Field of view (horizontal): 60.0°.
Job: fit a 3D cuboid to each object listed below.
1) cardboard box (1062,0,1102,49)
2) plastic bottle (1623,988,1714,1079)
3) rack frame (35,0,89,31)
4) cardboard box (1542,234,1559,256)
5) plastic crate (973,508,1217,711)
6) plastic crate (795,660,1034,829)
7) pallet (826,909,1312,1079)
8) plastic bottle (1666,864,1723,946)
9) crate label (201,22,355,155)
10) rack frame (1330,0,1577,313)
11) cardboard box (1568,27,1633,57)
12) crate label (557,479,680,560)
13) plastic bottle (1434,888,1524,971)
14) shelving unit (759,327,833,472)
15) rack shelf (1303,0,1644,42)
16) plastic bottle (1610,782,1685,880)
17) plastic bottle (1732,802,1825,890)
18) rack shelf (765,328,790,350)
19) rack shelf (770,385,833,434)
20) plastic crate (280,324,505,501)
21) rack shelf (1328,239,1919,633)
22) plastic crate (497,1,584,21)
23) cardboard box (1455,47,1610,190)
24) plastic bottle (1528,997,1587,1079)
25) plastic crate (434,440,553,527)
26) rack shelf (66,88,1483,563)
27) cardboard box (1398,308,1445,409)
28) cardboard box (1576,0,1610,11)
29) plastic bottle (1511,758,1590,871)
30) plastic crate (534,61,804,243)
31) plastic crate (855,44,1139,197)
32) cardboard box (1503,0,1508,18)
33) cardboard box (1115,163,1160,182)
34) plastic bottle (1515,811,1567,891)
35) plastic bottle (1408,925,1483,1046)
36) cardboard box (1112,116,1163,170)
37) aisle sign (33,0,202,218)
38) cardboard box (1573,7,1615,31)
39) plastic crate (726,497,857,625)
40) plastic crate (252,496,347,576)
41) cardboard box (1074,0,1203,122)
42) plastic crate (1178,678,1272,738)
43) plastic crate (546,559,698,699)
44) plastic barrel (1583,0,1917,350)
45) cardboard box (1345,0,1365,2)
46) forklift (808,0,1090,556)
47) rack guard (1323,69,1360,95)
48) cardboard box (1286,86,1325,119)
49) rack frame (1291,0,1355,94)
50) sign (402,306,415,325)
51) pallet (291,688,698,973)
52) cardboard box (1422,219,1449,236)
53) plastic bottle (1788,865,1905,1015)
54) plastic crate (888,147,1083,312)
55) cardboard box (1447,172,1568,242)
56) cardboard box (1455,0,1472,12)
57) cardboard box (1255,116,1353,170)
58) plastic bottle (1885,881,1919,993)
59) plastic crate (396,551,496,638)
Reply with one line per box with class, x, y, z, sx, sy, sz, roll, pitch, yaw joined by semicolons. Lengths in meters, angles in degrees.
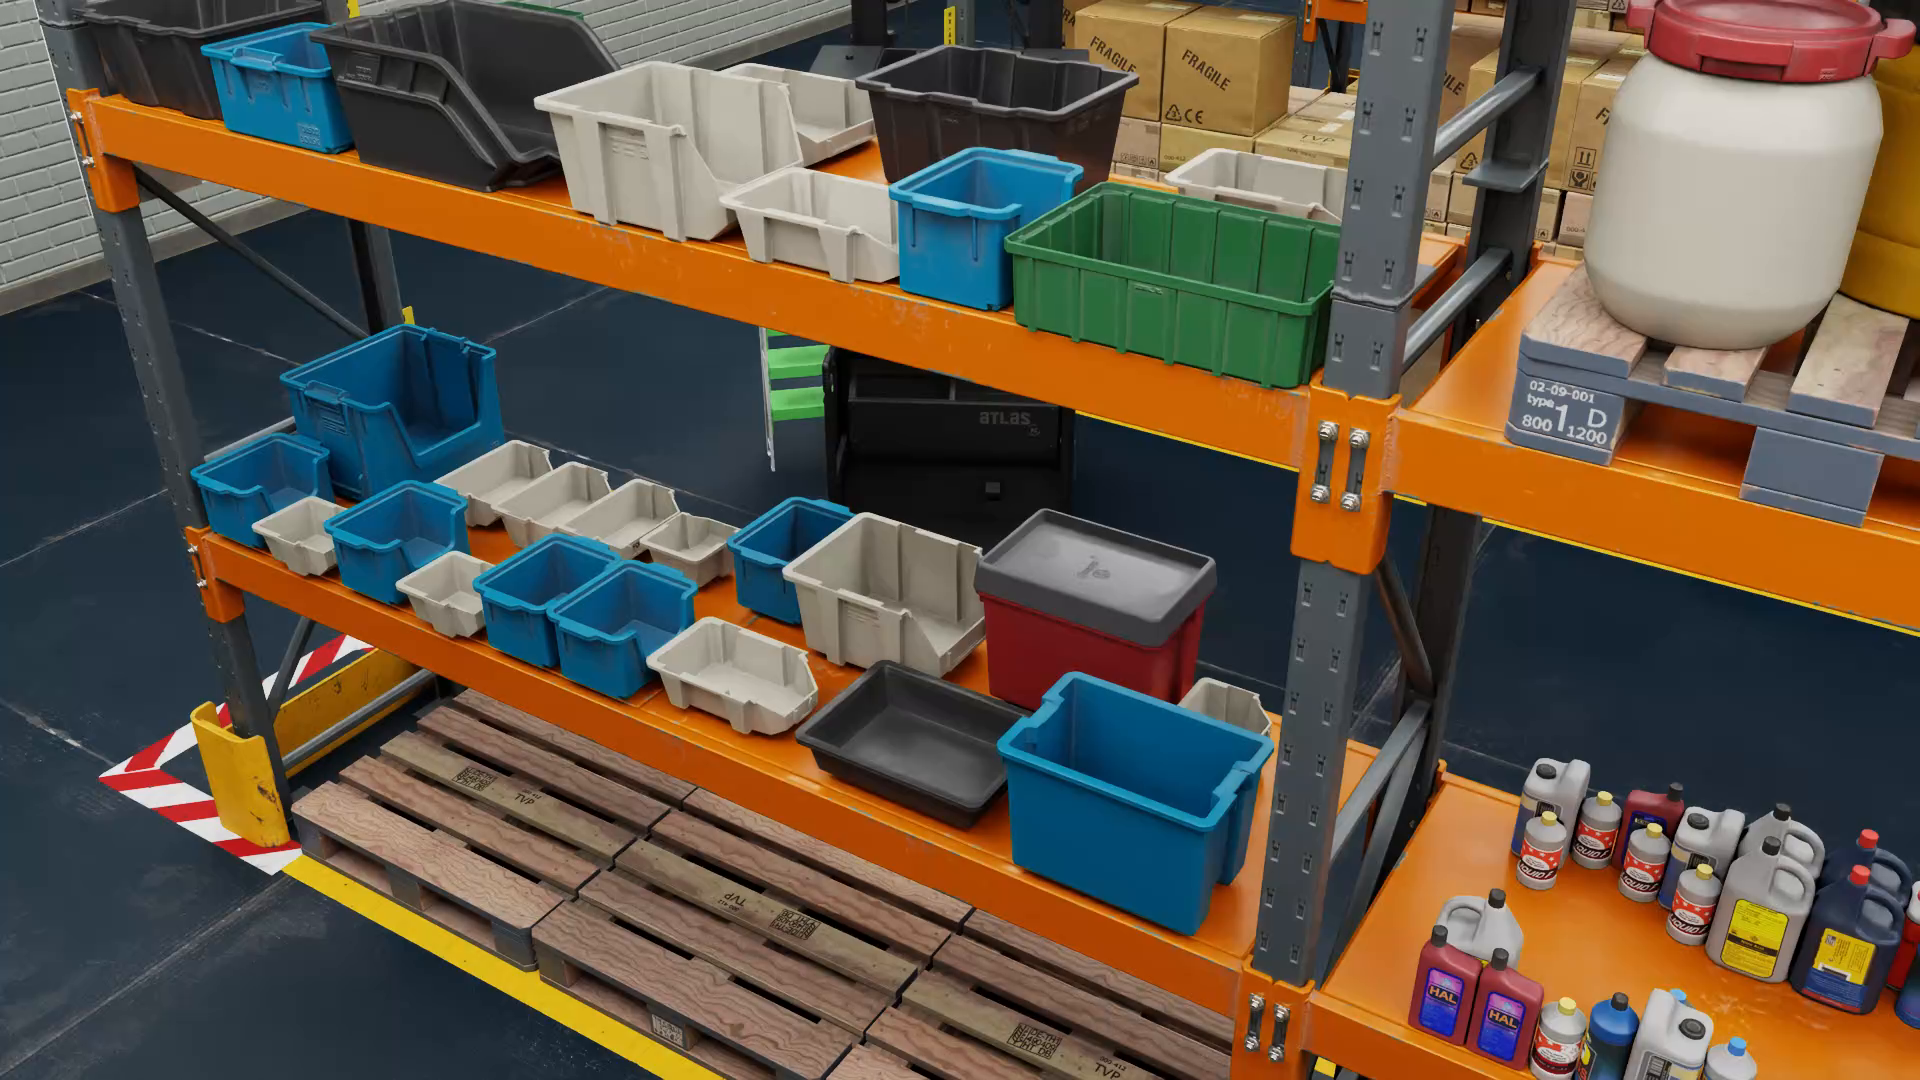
cardboard box;0.797;-2.899;9.352;0.500;0.500;0.500;18;35;28
plastic bottle;1.499;1.094;3.521;0.135;0.276;0.152;18;35;27
rack frame;-2.388;-3.007;4.474;0.127;3.000;1.000;18;35;27
cardboard box;2.765;-1.429;7.973;0.250;0.149;0.380;17;34;27
plastic crate;0.377;0.256;4.712;0.583;0.464;0.402;18;35;27
plastic crate;-0.091;0.563;4.521;0.590;0.125;0.437;18;35;27
pallet;0.356;1.680;5.161;1.213;0.211;1.003;18;35;27
plastic bottle;1.764;0.865;3.987;0.097;0.201;0.097;0;30;0
crate label;-1.778;-1.262;4.608;0.502;0.251;0.408;18;35;27
rack frame;1.000;-1.936;2.638;0.127;3.000;1.000;18;35;27
cardboard box;2.950;-2.219;8.186;0.500;0.500;0.500;18;35;27
crate label;-1.114;-0.039;5.542;0.243;0.136;0.396;18;35;27
plastic bottle;1.160;0.920;3.745;0.185;0.351;0.144;18;35;27
shelving unit;-0.781;-0.968;8.719;0.503;1.200;0.258;-6;31;-10
rack shelf;4.662;-3.773;12.455;4.000;0.370;1.077;18;35;27
plastic bottle;1.726;0.716;4.161;0.133;0.283;0.061;18;35;27
plastic bottle;1.952;0.784;3.979;0.185;0.351;0.144;18;35;27
rack shelf;-0.781;-1.121;8.631;0.480;0.148;0.258;-6;31;-10
rack shelf;-0.781;-0.706;8.873;0.480;0.148;0.258;-6;31;-10
plastic crate;-2.005;-0.447;5.945;0.499;0.435;0.616;18;35;27
rack shelf;2.694;0.207;2.656;4.000;0.370;1.077;18;35;27
plastic crate;-1.401;-1.478;5.040;0.336;0.188;0.450;18;35;27
cardboard box;2.679;-1.991;7.795;0.500;0.500;0.500;18;35;28
plastic bottle;1.304;1.081;3.618;0.097;0.201;0.097;0;30;0
plastic crate;-1.601;-0.187;5.796;0.243;0.136;0.396;18;35;27
rack shelf;-0.694;-0.865;4.493;4.000;0.370;1.077;18;35;27
cardboard box;2.354;-1.174;8.977;0.875;0.875;0.875;18;35;27
cardboard box;4.511;-4.150;11.993;0.500;0.500;0.500;17;34;26
plastic bottle;1.506;0.677;4.236;0.135;0.276;0.152;18;35;27
plastic crate;-0.675;-0.935;4.017;0.530;0.282;0.437;18;35;27
plastic crate;0.094;-1.033;4.197;0.590;0.269;0.497;18;35;27
cardboard box;4.208;-3.967;12.322;0.250;0.149;0.380;17;34;26
cardboard box;1.027;-1.979;8.916;0.250;0.149;0.380;17;34;27
plastic bottle;1.455;0.767;4.155;0.097;0.201;0.097;0;30;0
plastic bottle;1.084;0.986;3.698;0.133;0.283;0.061;18;35;27
cardboard box;0.952;-2.213;8.921;0.500;0.250;0.500;17;34;27
aisle sign;-2.607;-1.431;5.147;0.004;0.787;0.394;18;35;27
cardboard box;4.627;-3.804;12.044;0.250;0.149;0.380;18;35;28
plastic crate;-0.512;0.071;5.258;0.300;0.233;0.416;18;35;27
plastic crate;-2.126;0.000;5.475;0.298;0.136;0.250;18;35;27
cardboard box;0.932;-2.540;8.736;0.500;0.500;0.500;17;34;26
plastic crate;0.682;0.558;4.519;0.243;0.136;0.396;18;35;27
plastic crate;-0.985;0.270;4.917;0.300;0.233;0.416;18;35;27
plastic barrel;1.312;-0.632;2.828;0.433;0.535;0.433;0;30;0
cardboard box;3.068;-4.284;12.867;0.250;0.149;0.380;17;34;27
forklift;-0.037;-0.952;6.973;1.130;2.935;3.031;2;30;3
rack guard;3.032;-3.520;13.787;0.348;0.500;1.175;18;35;27
cardboard box;1.657;-2.305;9.077;0.500;0.250;0.500;16;34;26
rack frame;2.968;-4.620;13.192;0.127;3.000;1.000;18;35;27
sign;-2.109;-0.726;6.355;0.005;0.325;0.100;18;35;27
pallet;-1.710;1.026;6.282;1.213;0.211;1.003;18;35;27
cardboard box;2.329;-1.567;8.209;0.250;0.149;0.380;18;35;28
plastic bottle;2.032;0.895;3.789;0.185;0.351;0.144;18;35;27
plastic crate;0.059;-0.675;3.620;0.300;0.233;0.416;18;35;27
cardboard box;2.680;-1.666;7.982;0.500;0.250;0.500;19;35;29
cardboard box;3.797;-4.128;12.599;0.250;0.149;0.380;19;35;30
cardboard box;1.820;-1.940;8.452;0.500;0.250;0.500;17;34;26
plastic bottle;2.242;0.910;3.837;0.135;0.276;0.152;18;35;27
plastic crate;-1.552;0.182;5.164;0.298;0.136;0.250;18;35;27
